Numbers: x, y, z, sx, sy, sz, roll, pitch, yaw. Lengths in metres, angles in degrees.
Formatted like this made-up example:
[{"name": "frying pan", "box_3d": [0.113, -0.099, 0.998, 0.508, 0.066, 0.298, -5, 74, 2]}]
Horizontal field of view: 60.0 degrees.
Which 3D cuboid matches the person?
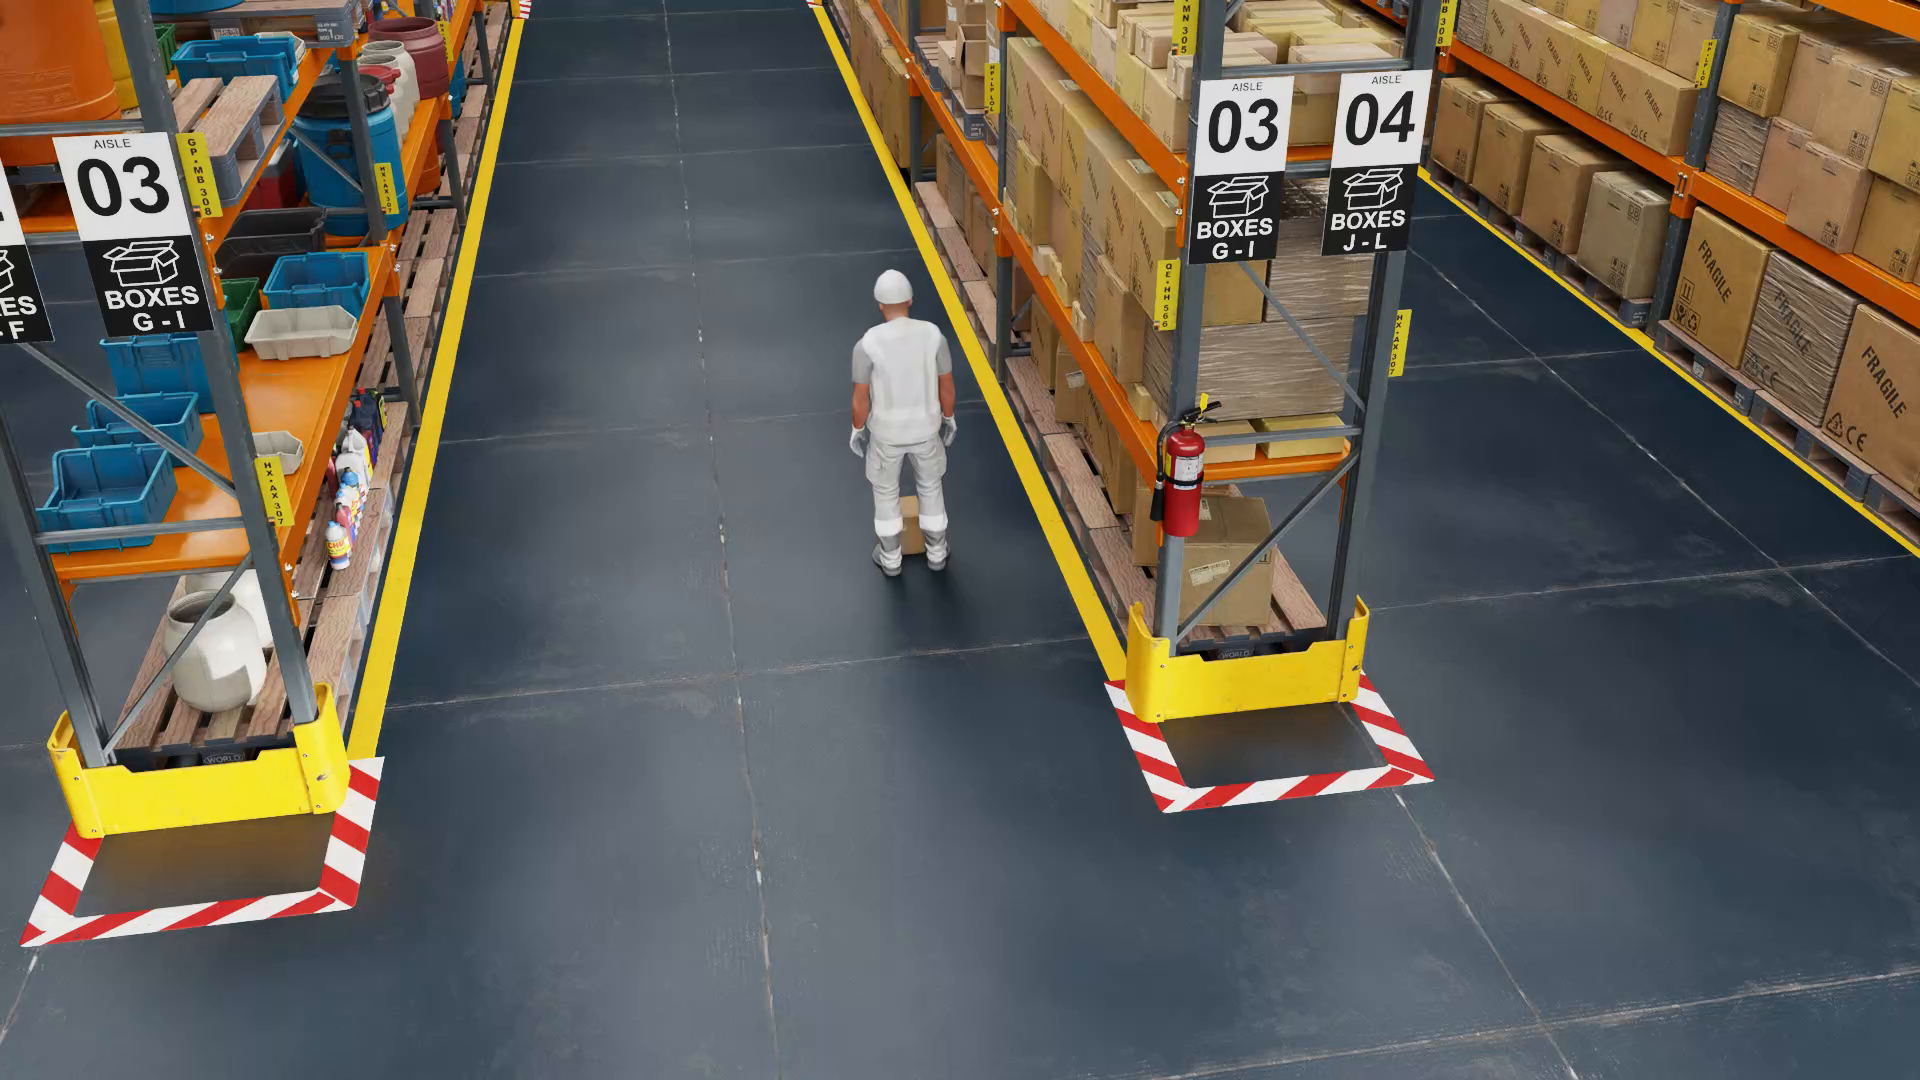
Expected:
[{"name": "person", "box_3d": [-0.314, -0.626, 9.193, 0.609, 1.777, 0.453, -7, 31, -11]}]
